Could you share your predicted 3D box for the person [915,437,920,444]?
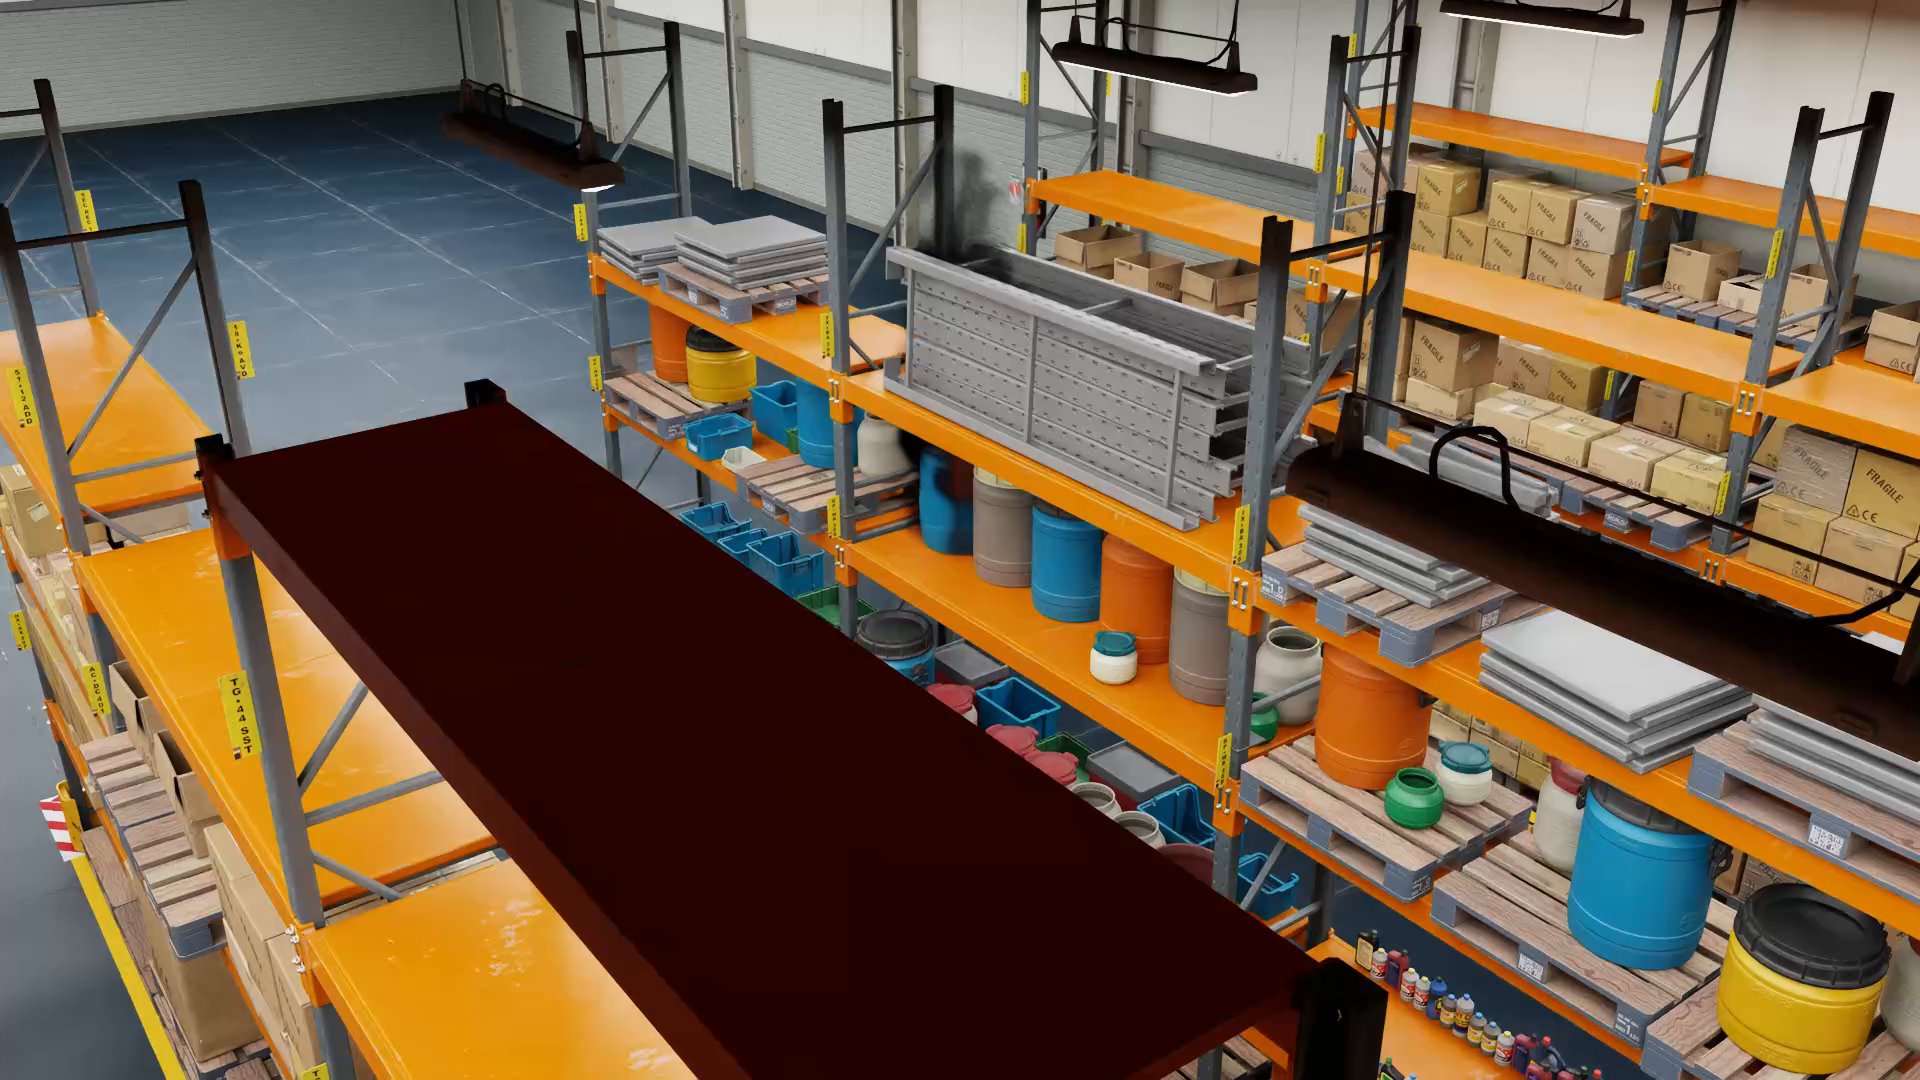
[{"bbox_3d":[-0.818,-1.817,21.053,0.964,1.627,0.506,-8,26,-18],"label":"person"}]
